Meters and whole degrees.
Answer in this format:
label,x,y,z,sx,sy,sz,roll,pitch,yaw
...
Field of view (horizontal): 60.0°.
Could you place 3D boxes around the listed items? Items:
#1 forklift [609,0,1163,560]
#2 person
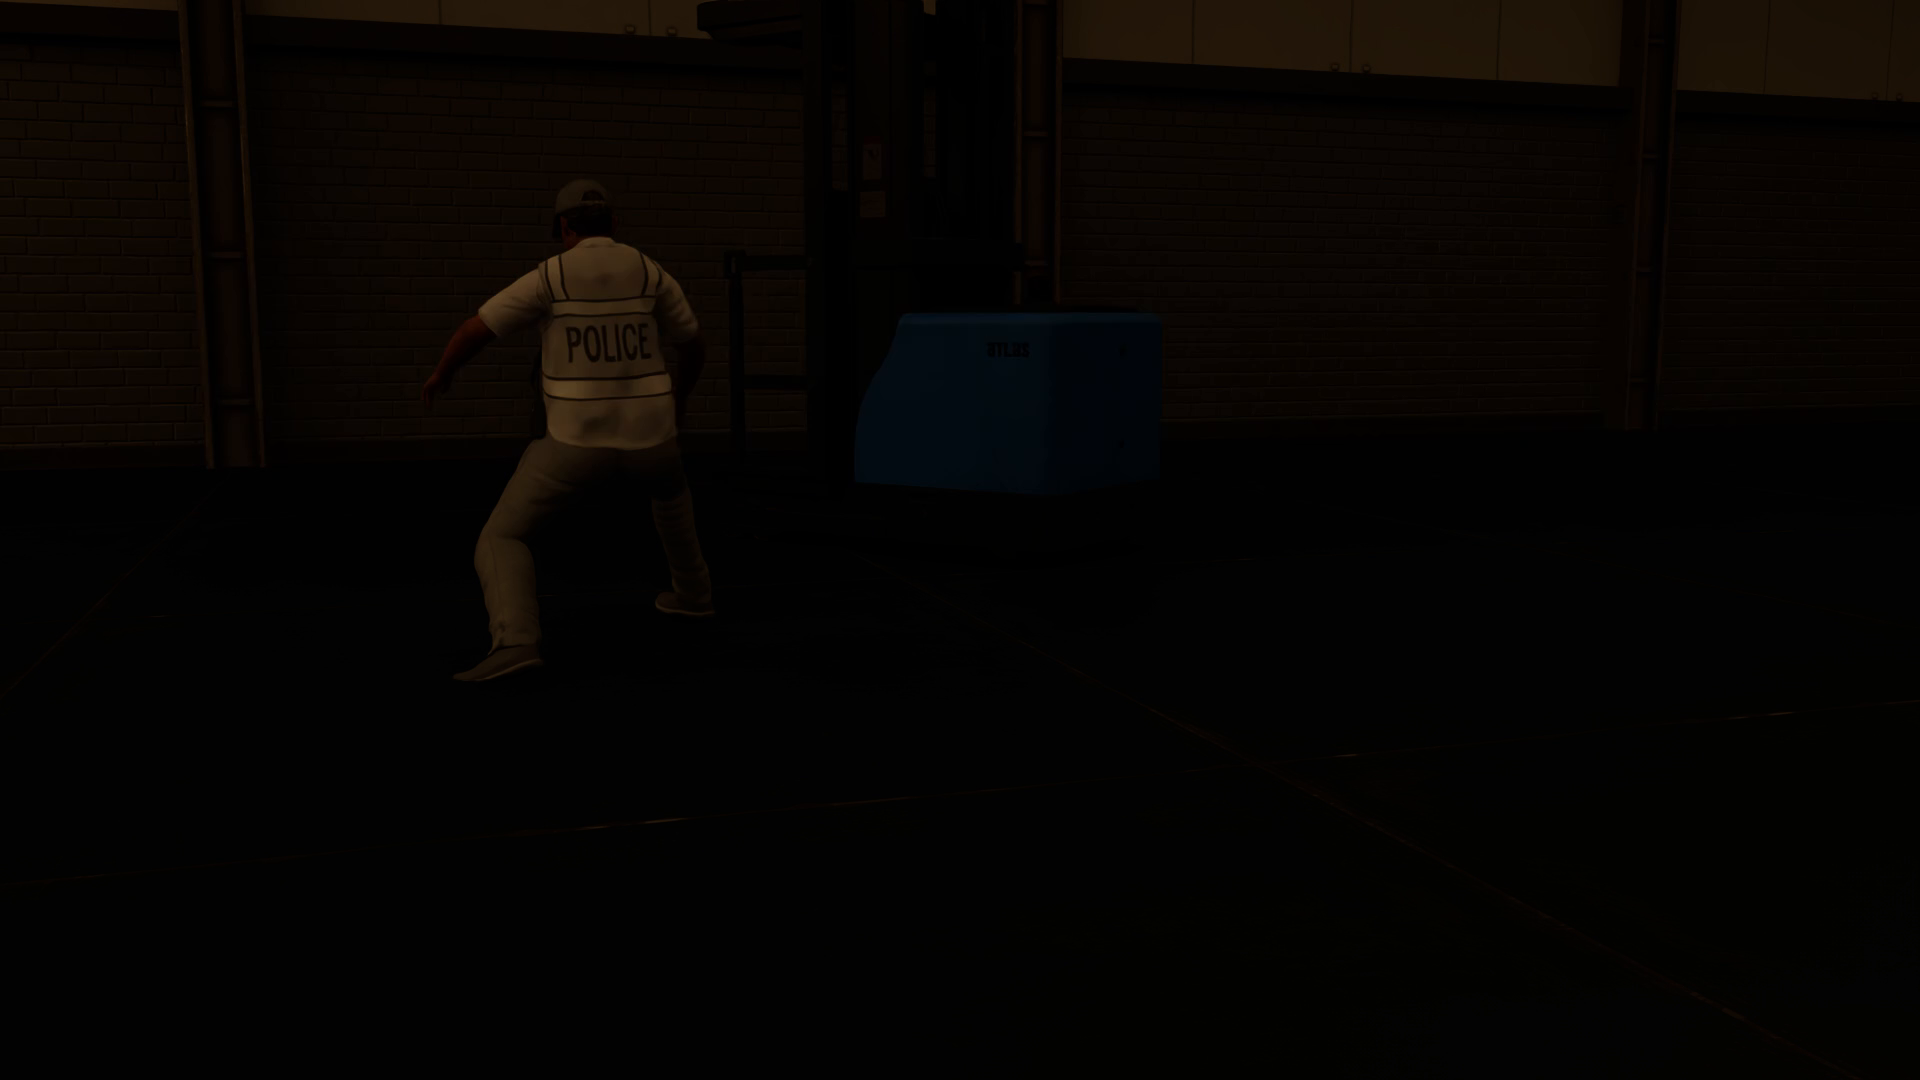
label,x,y,z,sx,sy,sz,roll,pitch,yaw
forklift,-0.557,-1.496,8.049,3.031,2.935,1.130,5,9,35
person,-1.197,-0.349,5.299,0.982,1.481,0.893,-4,9,-27
